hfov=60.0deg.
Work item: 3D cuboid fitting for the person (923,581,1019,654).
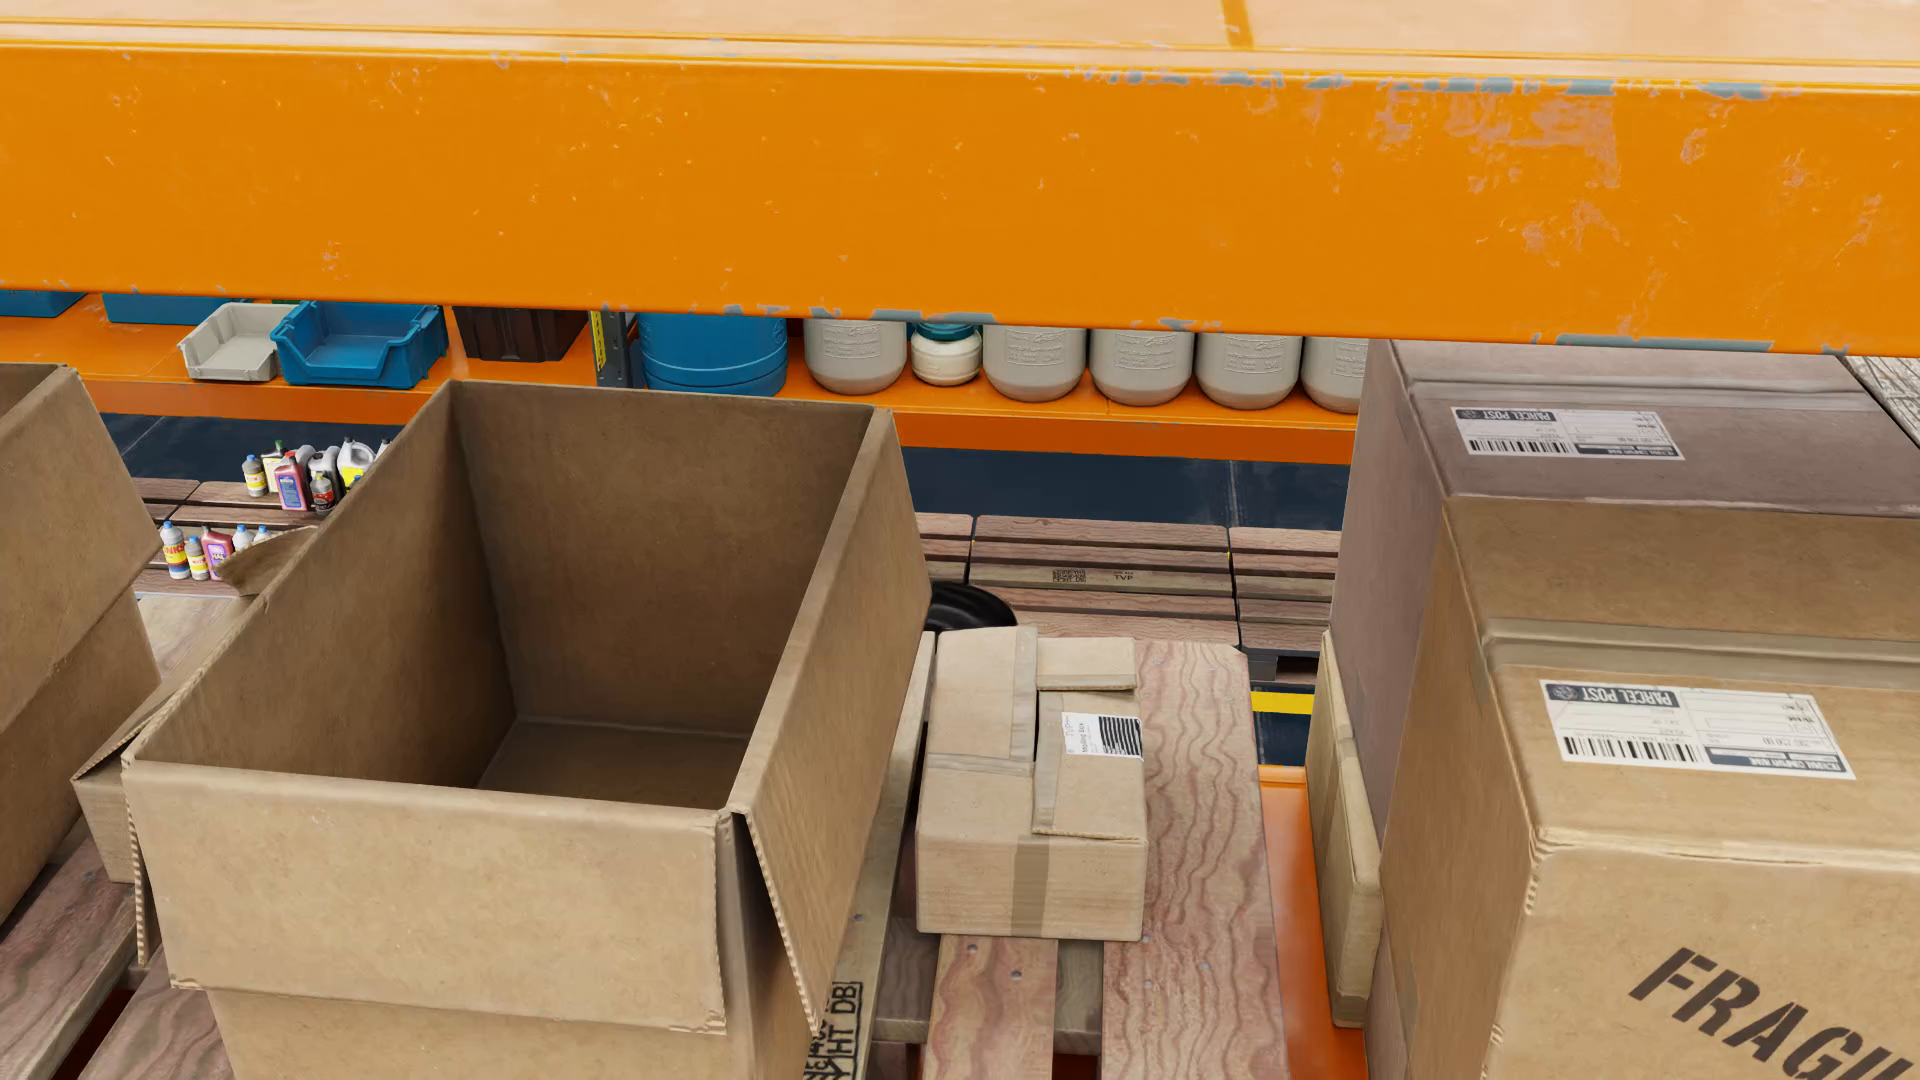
[{"bbox_3d":[-0.235,0.541,6.700,0.943,0.796,0.506,2,32,3],"label":"person"}]
